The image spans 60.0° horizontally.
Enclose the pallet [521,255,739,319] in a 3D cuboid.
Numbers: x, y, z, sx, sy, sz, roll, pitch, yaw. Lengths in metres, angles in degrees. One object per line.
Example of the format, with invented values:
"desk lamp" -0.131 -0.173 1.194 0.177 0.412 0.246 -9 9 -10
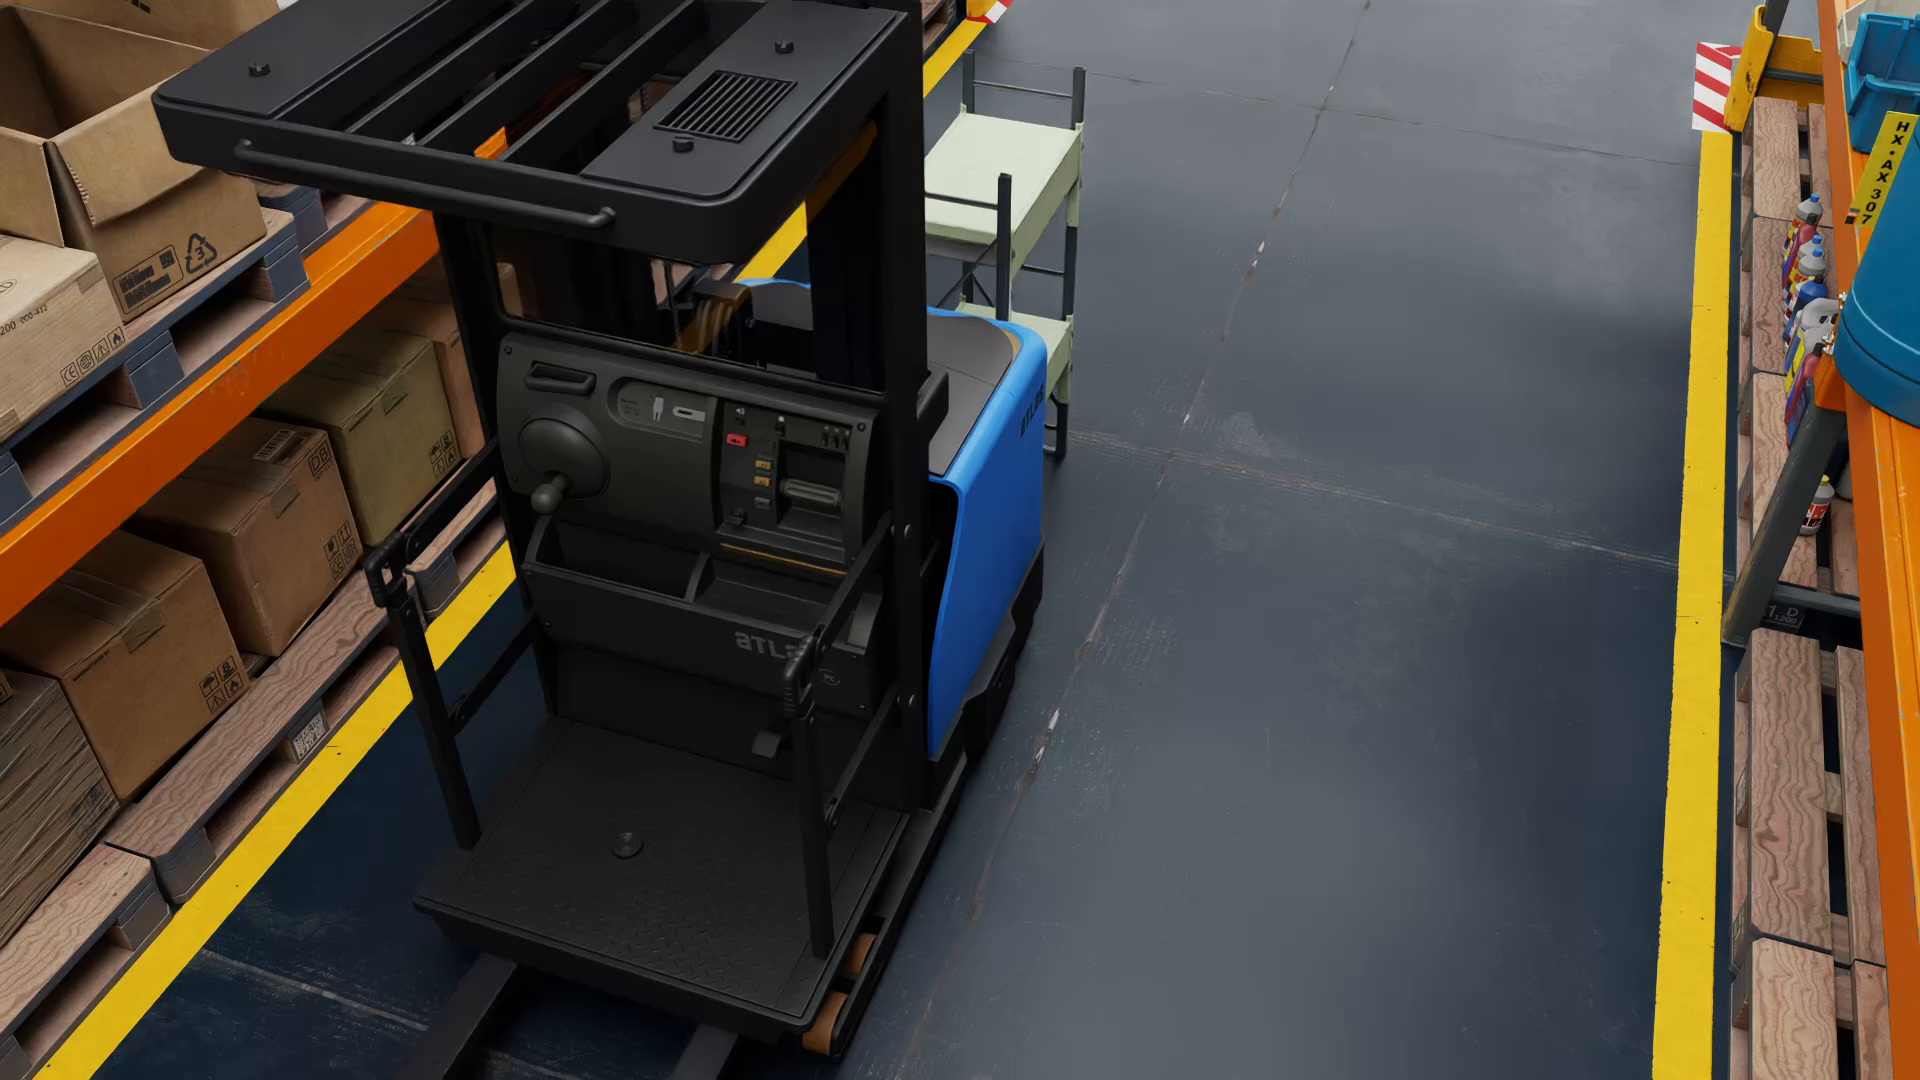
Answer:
"pallet" -1.520 -1.186 6.978 1.003 0.211 1.213 13 42 15

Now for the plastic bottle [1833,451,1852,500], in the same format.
"plastic bottle" 3.023 -0.315 5.510 0.144 0.351 0.185 13 42 15

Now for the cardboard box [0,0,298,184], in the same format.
"cardboard box" -2.119 -1.764 4.721 1.000 1.000 1.000 14 42 15

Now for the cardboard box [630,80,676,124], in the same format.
"cardboard box" -1.353 -1.625 6.945 0.500 0.500 0.500 27 47 28

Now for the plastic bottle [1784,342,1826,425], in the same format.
"plastic bottle" 2.970 -0.547 5.834 0.061 0.283 0.133 16 43 18

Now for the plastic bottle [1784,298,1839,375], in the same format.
"plastic bottle" 3.123 -0.731 6.055 0.152 0.276 0.135 14 42 16

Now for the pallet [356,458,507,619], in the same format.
"pallet" -1.981 -0.294 5.932 1.003 0.211 1.213 13 42 15

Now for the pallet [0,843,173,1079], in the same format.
"pallet" -2.815 1.195 4.187 1.003 0.211 1.213 13 42 15

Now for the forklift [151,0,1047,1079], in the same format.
"forklift" -0.707 -0.117 3.629 1.130 2.935 3.031 13 42 15

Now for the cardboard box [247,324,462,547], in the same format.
"cardboard box" -2.127 -0.390 5.483 0.700 0.500 0.500 13 42 15

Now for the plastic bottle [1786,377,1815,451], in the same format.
"plastic bottle" 2.953 -0.464 5.684 0.144 0.351 0.185 11 42 13

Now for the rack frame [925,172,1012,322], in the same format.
"rack frame" -0.047 -0.486 5.164 0.400 1.500 0.023 13 42 15

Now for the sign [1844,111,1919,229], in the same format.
"sign" 2.425 -0.964 4.356 0.100 0.325 0.005 13 42 15

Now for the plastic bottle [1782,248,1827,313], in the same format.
"plastic bottle" 3.242 -0.993 6.366 0.097 0.271 0.097 0 40 0

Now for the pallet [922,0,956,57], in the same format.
"pallet" -0.685 -2.674 8.722 1.003 0.211 1.213 13 42 15

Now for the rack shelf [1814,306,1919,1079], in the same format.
"rack shelf" 2.254 0.763 3.099 1.077 0.370 4.000 13 42 15

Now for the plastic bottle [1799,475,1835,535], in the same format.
"plastic bottle" 2.769 -0.124 5.401 0.097 0.201 0.097 0 40 0

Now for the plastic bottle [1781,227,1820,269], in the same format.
"plastic bottle" 3.358 -1.173 6.631 0.097 0.201 0.097 0 40 0

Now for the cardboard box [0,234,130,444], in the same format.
"cardboard box" -2.295 -0.464 3.775 0.500 0.250 0.500 12 42 14

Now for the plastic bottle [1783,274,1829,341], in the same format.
"plastic bottle" 3.172 -0.869 6.221 0.097 0.271 0.097 0 40 0

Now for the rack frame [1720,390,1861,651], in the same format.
"rack frame" 2.938 -0.730 4.295 1.000 3.000 0.127 13 42 15

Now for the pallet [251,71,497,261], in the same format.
"pallet" -2.114 -1.323 5.137 1.003 0.211 1.213 13 42 15

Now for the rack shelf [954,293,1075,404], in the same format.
"rack shelf" 0.076 -0.461 5.637 0.431 0.370 0.720 13 42 15

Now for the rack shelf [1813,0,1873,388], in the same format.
"rack shelf" 3.622 -1.677 5.958 1.077 0.370 4.000 13 42 15

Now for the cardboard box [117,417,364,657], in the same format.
"cardboard box" -2.318 -0.048 5.082 0.700 0.500 0.500 10 41 11

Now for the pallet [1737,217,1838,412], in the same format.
"pallet" 3.623 -0.817 6.544 1.003 0.211 1.213 13 42 15

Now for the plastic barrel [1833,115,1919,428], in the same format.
"plastic barrel" 2.521 -0.753 3.935 0.600 0.901 0.708 13 42 15

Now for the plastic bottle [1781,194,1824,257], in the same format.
"plastic bottle" 3.393 -1.263 6.682 0.097 0.271 0.097 0 40 0

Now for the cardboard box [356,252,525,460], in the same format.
"cardboard box" -1.946 -0.676 5.819 0.700 0.500 0.500 10 42 12

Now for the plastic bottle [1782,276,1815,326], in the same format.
"plastic bottle" 3.208 -0.906 6.318 0.097 0.201 0.097 0 40 0

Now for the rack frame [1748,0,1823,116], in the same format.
"rack frame" 4.306 -3.170 7.155 1.000 3.000 0.127 13 42 15

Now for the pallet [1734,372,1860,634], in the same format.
"pallet" 3.207 -0.070 5.669 1.003 0.211 1.213 13 42 15

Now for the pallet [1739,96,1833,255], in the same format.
"pallet" 4.041 -1.558 7.414 1.003 0.211 1.213 13 42 15

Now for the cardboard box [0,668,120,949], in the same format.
"cardboard box" -2.696 0.639 4.276 0.700 0.500 0.500 10 41 12

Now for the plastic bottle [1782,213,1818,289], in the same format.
"plastic bottle" 3.299 -1.133 6.521 0.061 0.283 0.133 14 42 16

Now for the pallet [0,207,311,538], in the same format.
"pallet" -2.446 -0.533 4.212 1.003 0.211 1.213 13 42 15

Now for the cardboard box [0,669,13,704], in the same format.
"cardboard box" -2.711 0.367 4.018 0.500 0.250 0.500 18 44 20

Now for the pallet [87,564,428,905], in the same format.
"pallet" -2.397 0.453 5.056 1.003 0.211 1.213 13 42 15

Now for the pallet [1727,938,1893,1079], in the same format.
"pallet" 2.291 1.565 3.753 1.003 0.211 1.213 13 42 15

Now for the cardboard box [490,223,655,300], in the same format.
"cardboard box" -1.542 -1.274 6.534 0.500 0.500 0.500 12 42 14

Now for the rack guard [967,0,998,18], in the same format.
"rack guard" -0.374 -3.272 9.200 1.175 0.500 0.348 13 42 15

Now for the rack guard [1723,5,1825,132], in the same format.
"rack guard" 4.324 -2.162 7.899 1.175 0.500 0.348 13 42 15

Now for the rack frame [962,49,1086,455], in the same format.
"rack frame" 0.199 -0.933 5.688 0.400 1.500 0.023 13 42 15

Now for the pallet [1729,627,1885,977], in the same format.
"pallet" 2.706 0.818 4.629 1.003 0.211 1.213 13 42 15

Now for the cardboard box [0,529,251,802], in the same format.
"cardboard box" -2.509 0.292 4.684 0.700 0.500 0.500 17 43 19

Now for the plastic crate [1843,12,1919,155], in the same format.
"plastic crate" 3.062 -1.409 5.205 0.499 0.251 0.616 13 42 15

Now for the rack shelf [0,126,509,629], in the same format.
"rack shelf" -2.400 -0.336 4.387 1.077 0.370 4.000 13 42 15

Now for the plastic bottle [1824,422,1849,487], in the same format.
"plastic bottle" 2.888 -0.347 5.547 0.144 0.351 0.185 12 42 14

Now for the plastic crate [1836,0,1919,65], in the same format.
"plastic crate" 3.255 -1.677 5.607 0.530 0.136 0.437 13 42 15

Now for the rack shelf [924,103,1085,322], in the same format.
"rack shelf" 0.076 -1.006 5.173 0.431 0.370 0.720 13 42 15

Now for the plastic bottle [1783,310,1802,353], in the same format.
"plastic bottle" 3.138 -0.780 6.171 0.097 0.201 0.097 0 40 0

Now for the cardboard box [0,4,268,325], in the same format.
"cardboard box" -2.222 -0.951 4.150 0.797 0.503 0.637 18 43 19

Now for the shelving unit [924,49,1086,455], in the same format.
"shelving unit" 0.076 -0.709 5.426 0.431 1.500 0.755 13 42 15

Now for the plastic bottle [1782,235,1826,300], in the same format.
"plastic bottle" 3.276 -1.054 6.437 0.097 0.271 0.097 0 40 0

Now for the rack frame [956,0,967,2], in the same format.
"rack frame" -0.348 -4.269 8.443 1.000 3.000 0.127 13 42 15

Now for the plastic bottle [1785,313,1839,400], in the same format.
"plastic bottle" 3.064 -0.661 5.915 0.144 0.351 0.185 13 42 15
